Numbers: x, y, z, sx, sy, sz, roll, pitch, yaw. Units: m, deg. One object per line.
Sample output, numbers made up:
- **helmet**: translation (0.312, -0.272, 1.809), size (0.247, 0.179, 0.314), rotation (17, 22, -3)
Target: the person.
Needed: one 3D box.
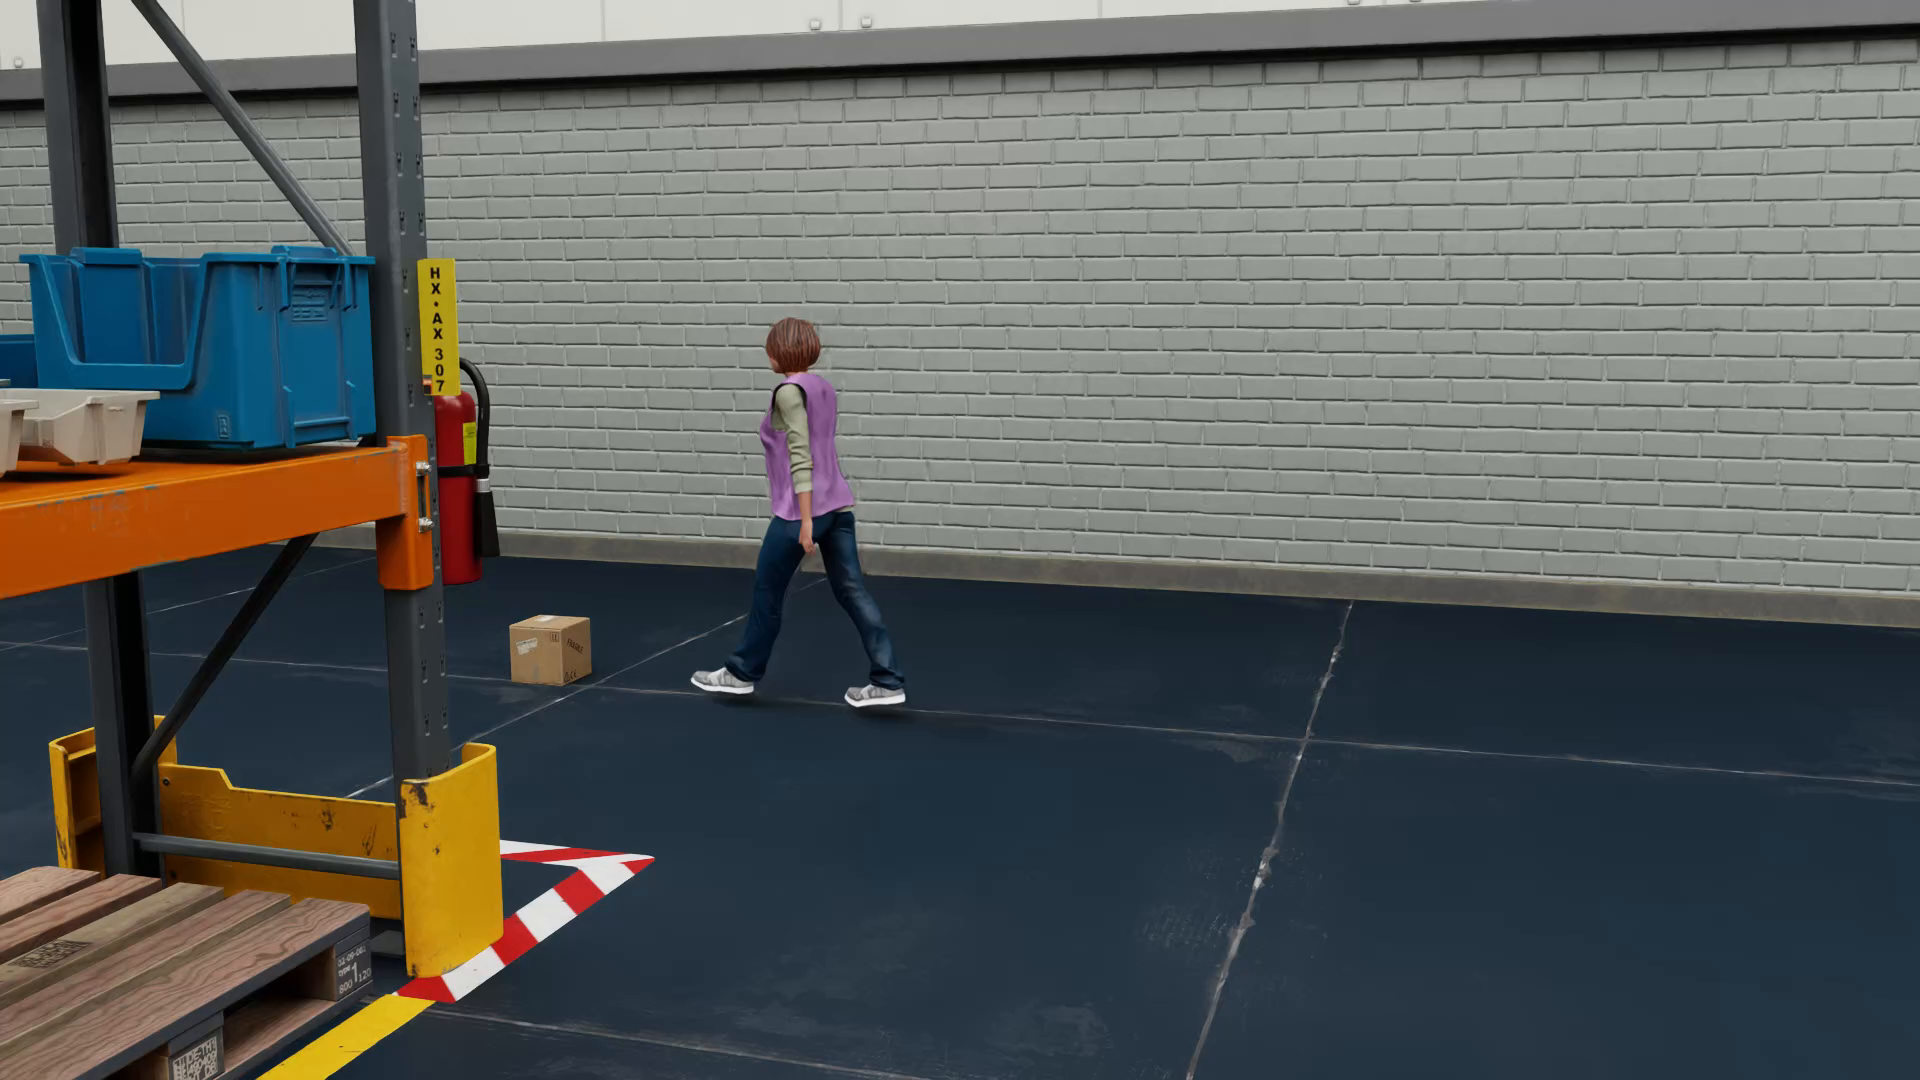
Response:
- **person**: translation (-0.627, -0.102, 6.630), size (0.954, 1.498, 0.443), rotation (5, 10, 29)
